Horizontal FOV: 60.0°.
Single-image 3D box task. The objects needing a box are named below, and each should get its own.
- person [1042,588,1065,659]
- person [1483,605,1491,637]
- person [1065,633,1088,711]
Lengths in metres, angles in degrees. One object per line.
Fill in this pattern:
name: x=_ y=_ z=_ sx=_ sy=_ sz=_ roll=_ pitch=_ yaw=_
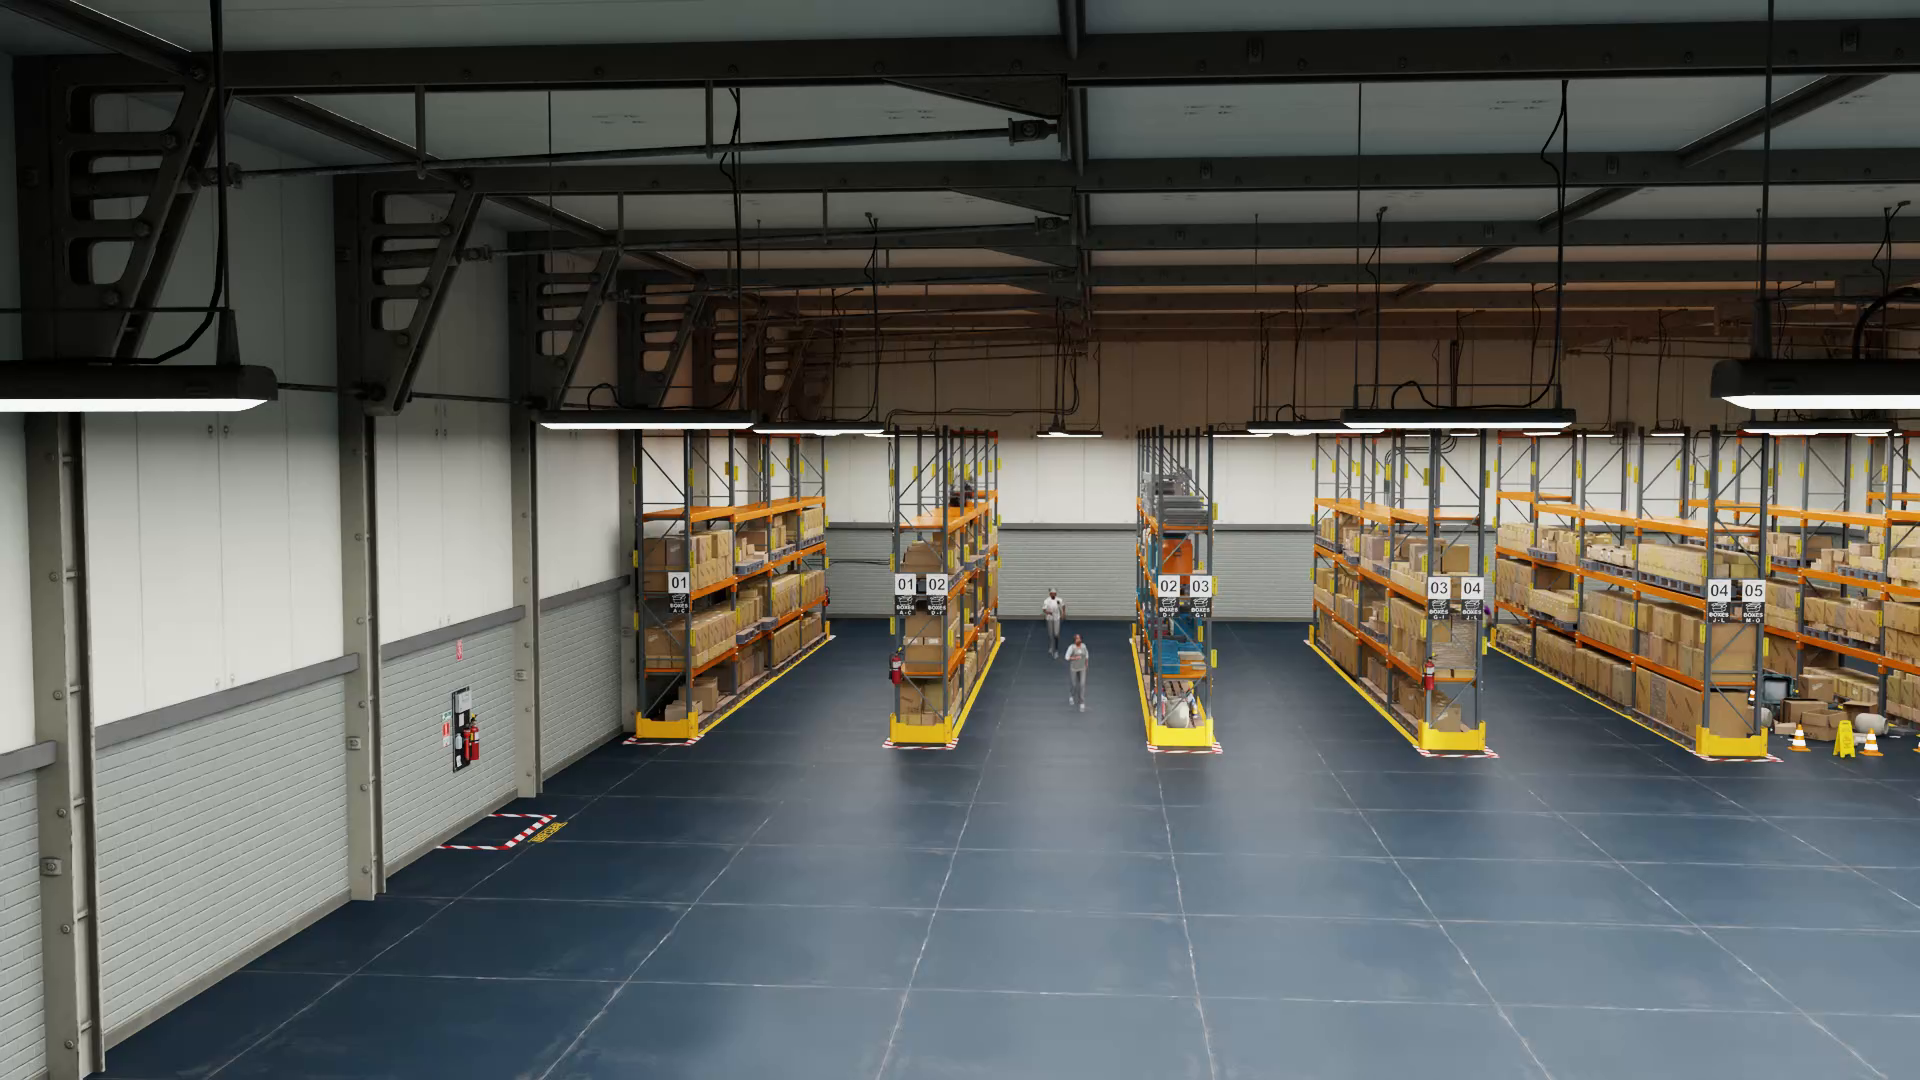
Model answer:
person: x=2.384 y=2.100 z=42.217 sx=0.584 sy=1.805 sz=0.704 roll=0 pitch=3 yaw=2
person: x=13.330 y=2.280 z=42.831 sx=0.699 sy=1.760 sz=0.665 roll=1 pitch=4 yaw=14
person: x=2.485 y=2.779 z=35.300 sx=0.558 sy=1.610 sz=0.837 roll=-1 pitch=3 yaw=-9
